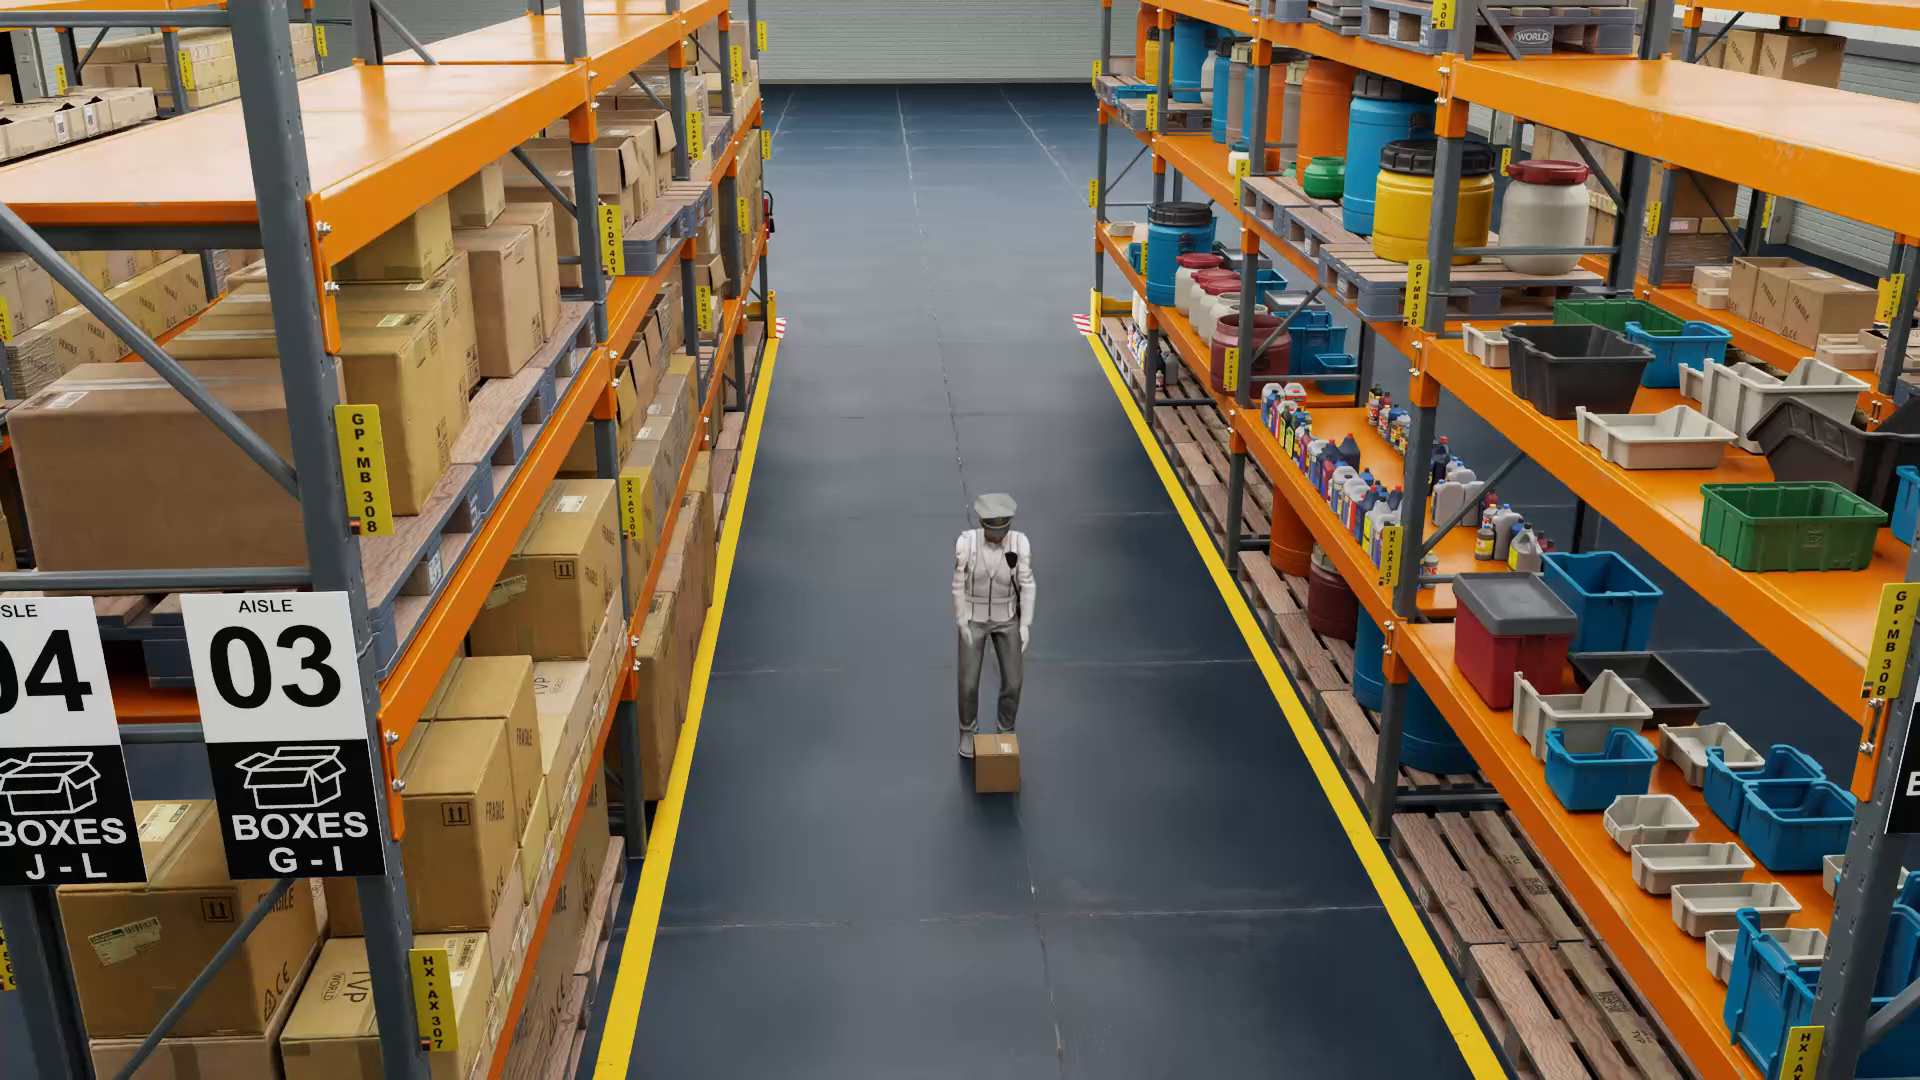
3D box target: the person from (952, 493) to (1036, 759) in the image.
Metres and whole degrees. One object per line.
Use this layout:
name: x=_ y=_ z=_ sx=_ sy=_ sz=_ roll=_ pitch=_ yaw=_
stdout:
person: x=0.199 y=0.501 z=9.797 sx=0.496 sy=1.635 sz=0.428 roll=-1 pitch=21 yaw=-2
